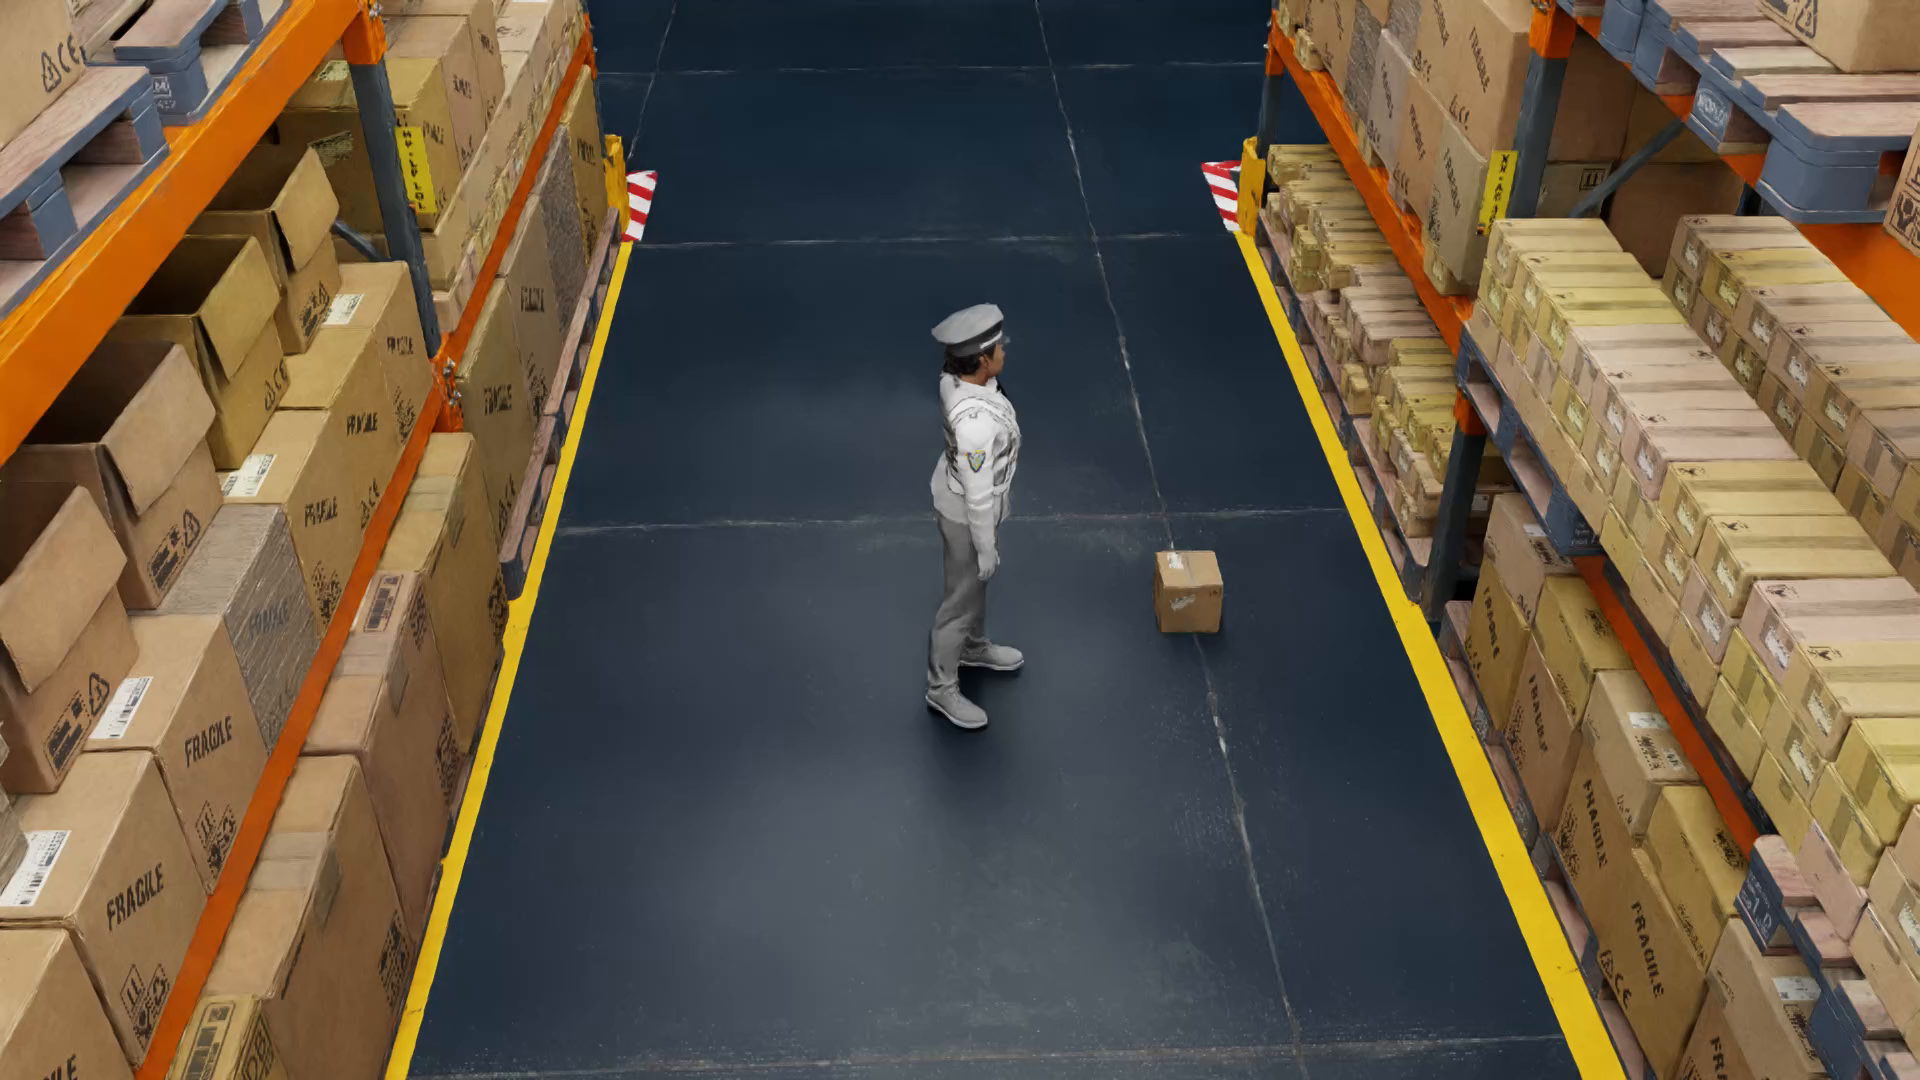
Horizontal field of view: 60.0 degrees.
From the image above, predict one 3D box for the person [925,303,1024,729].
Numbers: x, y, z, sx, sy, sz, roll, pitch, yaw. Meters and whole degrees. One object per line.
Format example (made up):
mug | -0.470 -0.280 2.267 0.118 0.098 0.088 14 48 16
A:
person | 0.060 -0.117 6.266 0.423 1.683 0.603 -3 36 -4
